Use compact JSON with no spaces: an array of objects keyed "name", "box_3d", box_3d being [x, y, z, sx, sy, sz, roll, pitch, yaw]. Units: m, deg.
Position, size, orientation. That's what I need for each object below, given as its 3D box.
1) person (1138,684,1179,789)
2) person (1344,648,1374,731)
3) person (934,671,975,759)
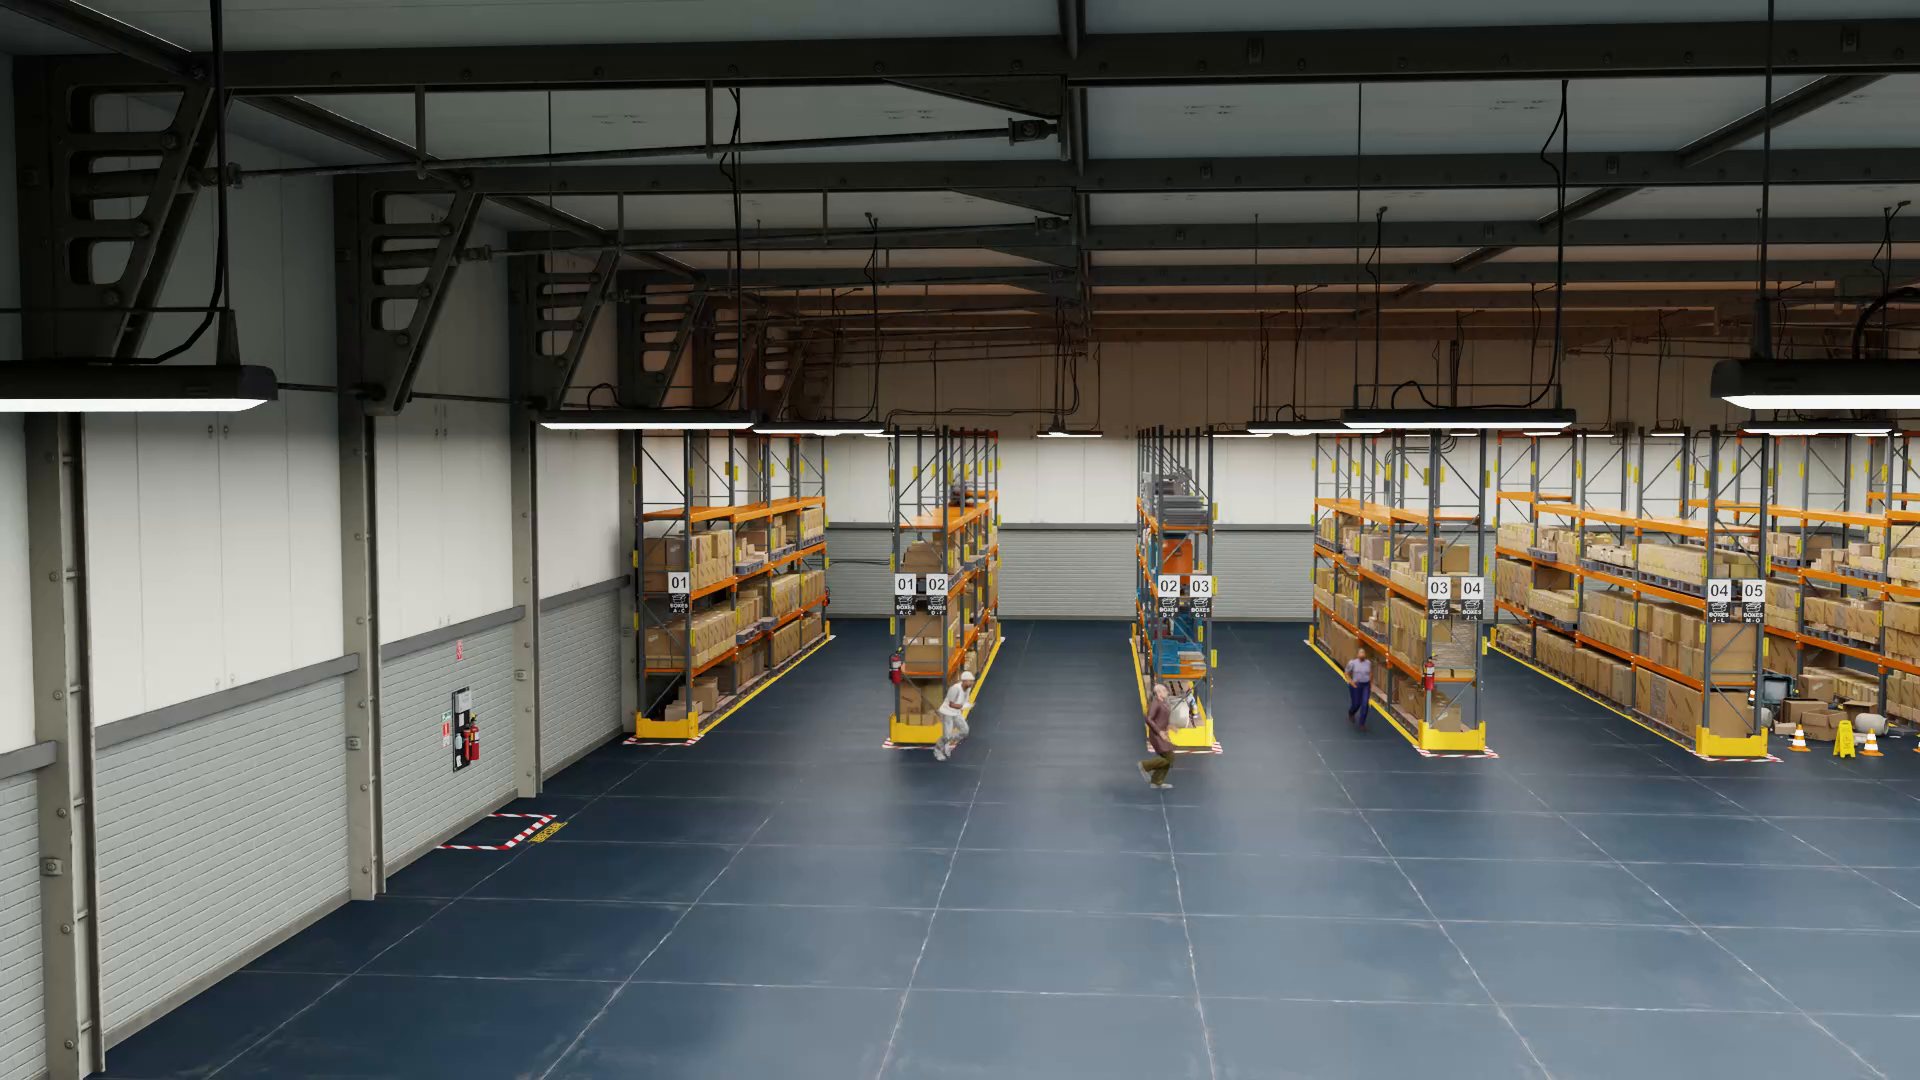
[{"name":"person","box_3d":[3.251,3.226,27.278,0.642,1.724,0.668,1,4,18]},{"name":"person","box_3d":[7.939,2.942,33.037,0.612,1.626,0.694,0,3,-2]},{"name":"person","box_3d":[-0.049,3.124,29.697,0.915,1.610,0.719,2,4,33]}]
